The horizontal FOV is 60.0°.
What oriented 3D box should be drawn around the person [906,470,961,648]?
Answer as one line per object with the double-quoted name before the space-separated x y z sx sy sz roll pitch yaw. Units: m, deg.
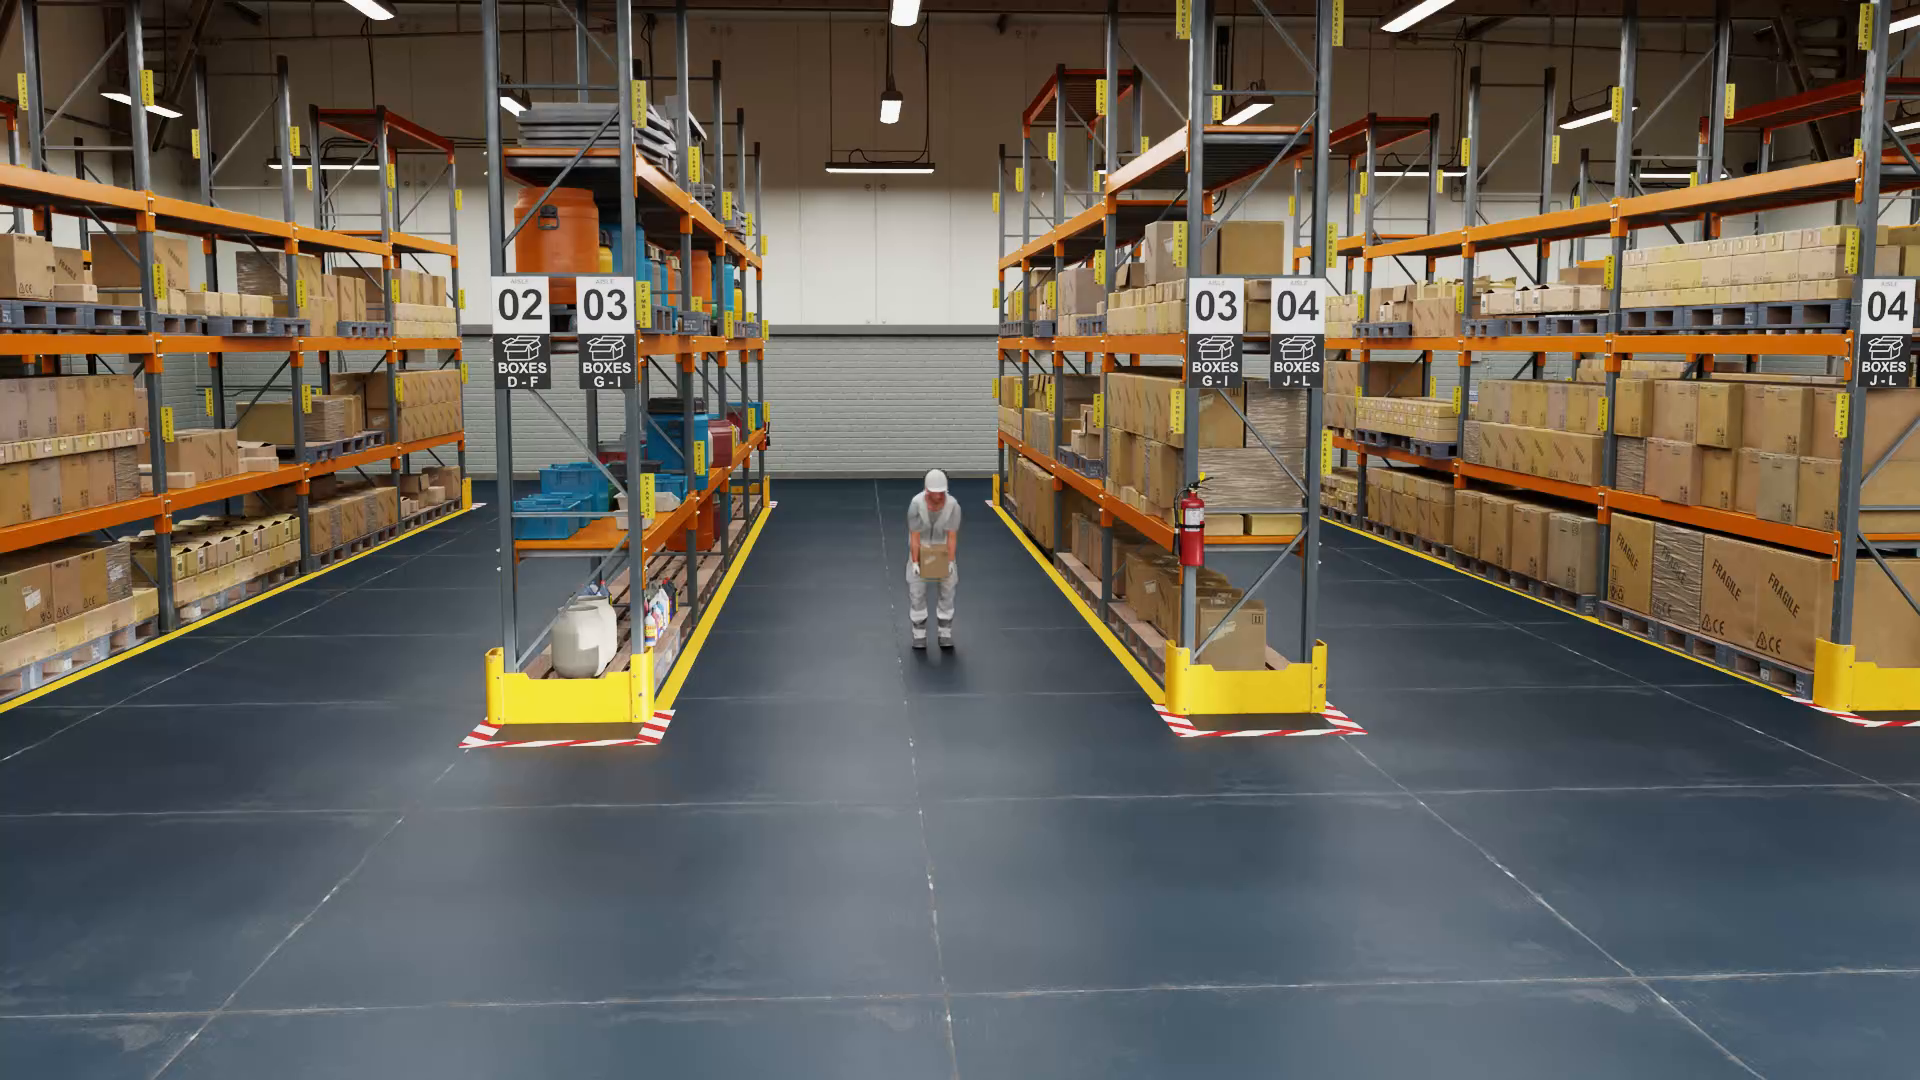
"person" -0.238 0.168 14.893 0.486 1.628 0.739 -1 7 -5
